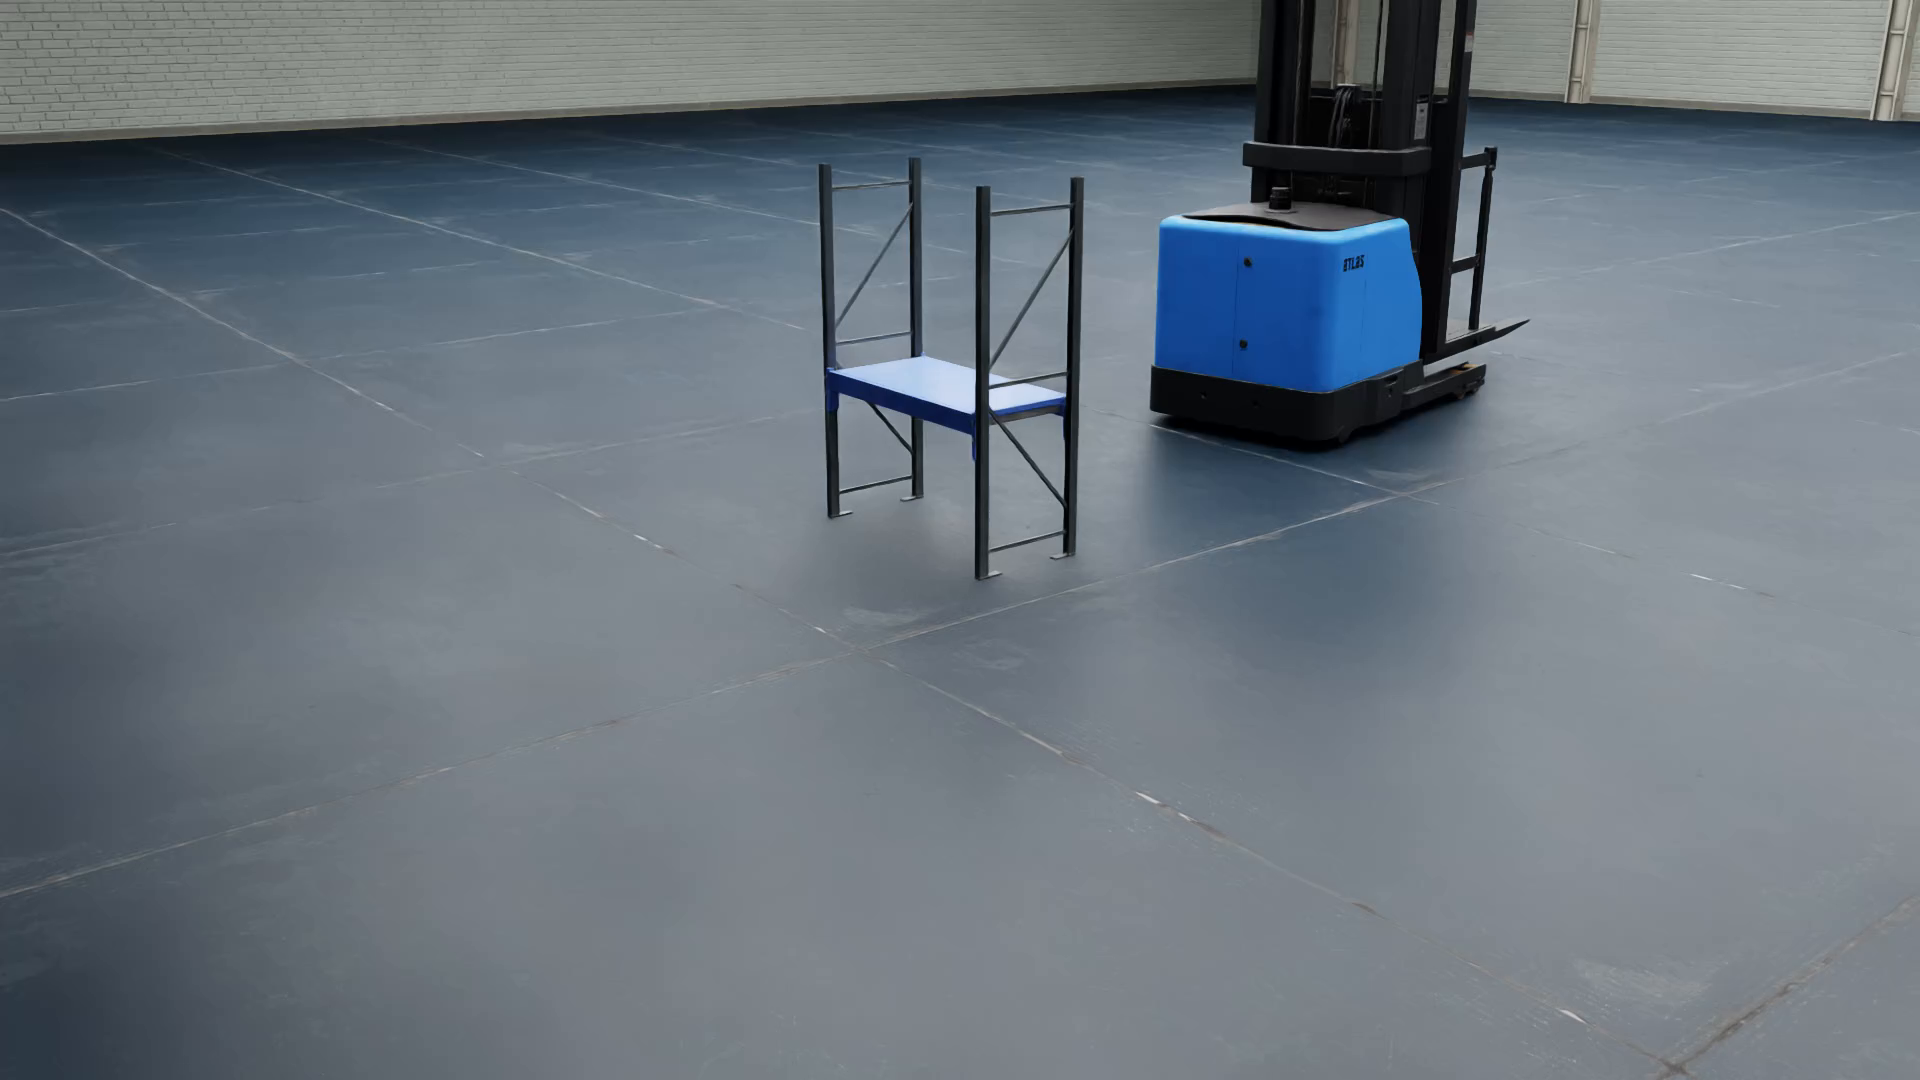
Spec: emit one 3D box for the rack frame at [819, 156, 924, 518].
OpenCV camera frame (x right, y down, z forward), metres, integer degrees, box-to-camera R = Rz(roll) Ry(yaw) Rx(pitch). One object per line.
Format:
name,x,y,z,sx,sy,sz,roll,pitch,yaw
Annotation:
rack frame,-0.369,-0.858,7.110,0.500,1.500,0.032,-14,23,-36

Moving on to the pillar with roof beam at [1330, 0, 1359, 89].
pillar with roof beam,5.338,-13.726,34.040,9.100,9.000,0.400,-14,23,-36

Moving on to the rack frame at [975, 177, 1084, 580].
rack frame,0.263,-0.608,6.354,0.500,1.500,0.032,-14,23,-36

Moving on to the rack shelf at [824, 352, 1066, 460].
rack shelf,-0.053,-0.562,6.788,0.538,0.185,1.000,-14,23,-36

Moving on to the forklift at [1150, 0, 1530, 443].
forklift,2.330,-2.267,9.087,1.130,2.935,3.031,15,23,38

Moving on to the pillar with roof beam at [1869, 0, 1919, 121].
pillar with roof beam,12.789,-10.769,25.110,9.100,9.000,0.400,-14,23,-36

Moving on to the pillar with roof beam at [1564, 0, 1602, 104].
pillar with roof beam,9.064,-12.247,29.575,9.100,9.000,0.400,-14,23,-36

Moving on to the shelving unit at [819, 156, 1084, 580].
shelving unit,-0.053,-0.733,6.732,0.538,1.500,1.048,-14,23,-36
